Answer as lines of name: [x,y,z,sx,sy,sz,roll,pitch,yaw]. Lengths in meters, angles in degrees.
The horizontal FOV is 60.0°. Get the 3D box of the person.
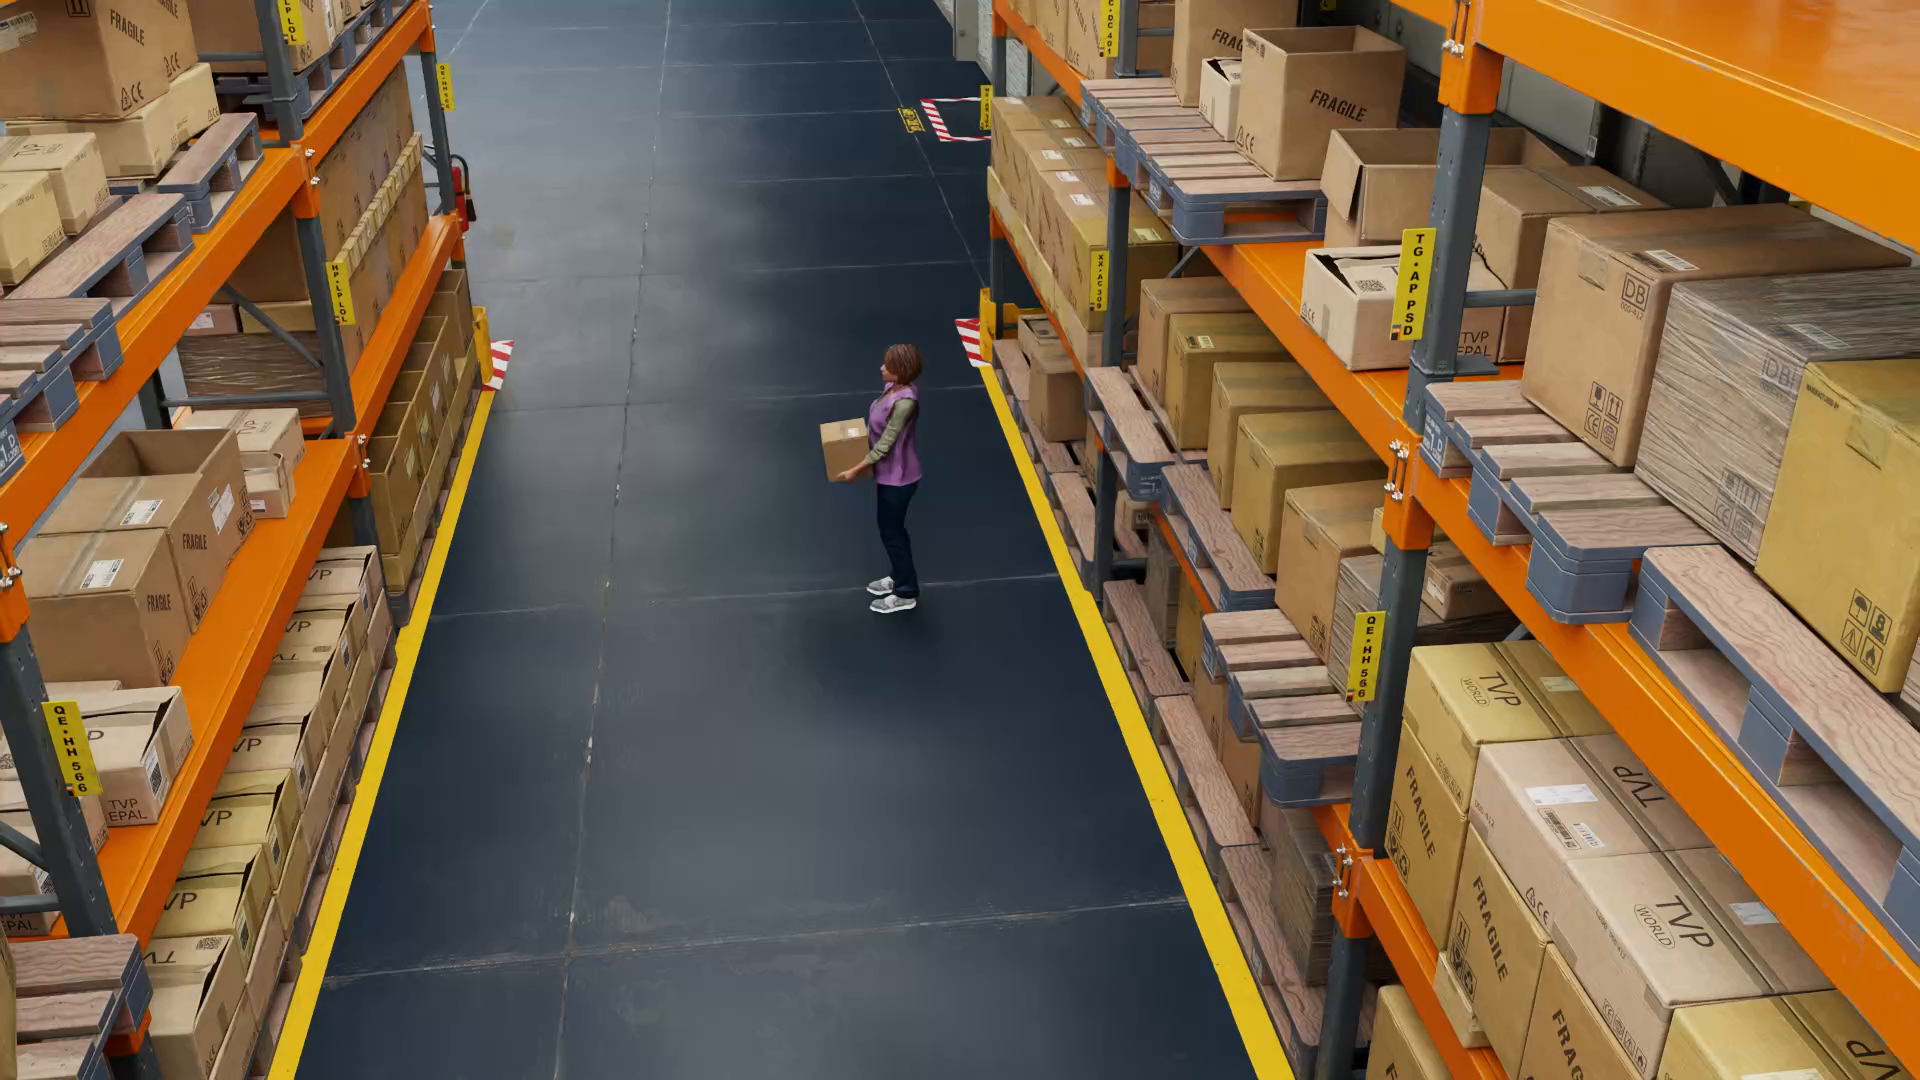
person: [-0.450,-0.348,9.307,0.500,1.587,0.405,-3,28,-6]
